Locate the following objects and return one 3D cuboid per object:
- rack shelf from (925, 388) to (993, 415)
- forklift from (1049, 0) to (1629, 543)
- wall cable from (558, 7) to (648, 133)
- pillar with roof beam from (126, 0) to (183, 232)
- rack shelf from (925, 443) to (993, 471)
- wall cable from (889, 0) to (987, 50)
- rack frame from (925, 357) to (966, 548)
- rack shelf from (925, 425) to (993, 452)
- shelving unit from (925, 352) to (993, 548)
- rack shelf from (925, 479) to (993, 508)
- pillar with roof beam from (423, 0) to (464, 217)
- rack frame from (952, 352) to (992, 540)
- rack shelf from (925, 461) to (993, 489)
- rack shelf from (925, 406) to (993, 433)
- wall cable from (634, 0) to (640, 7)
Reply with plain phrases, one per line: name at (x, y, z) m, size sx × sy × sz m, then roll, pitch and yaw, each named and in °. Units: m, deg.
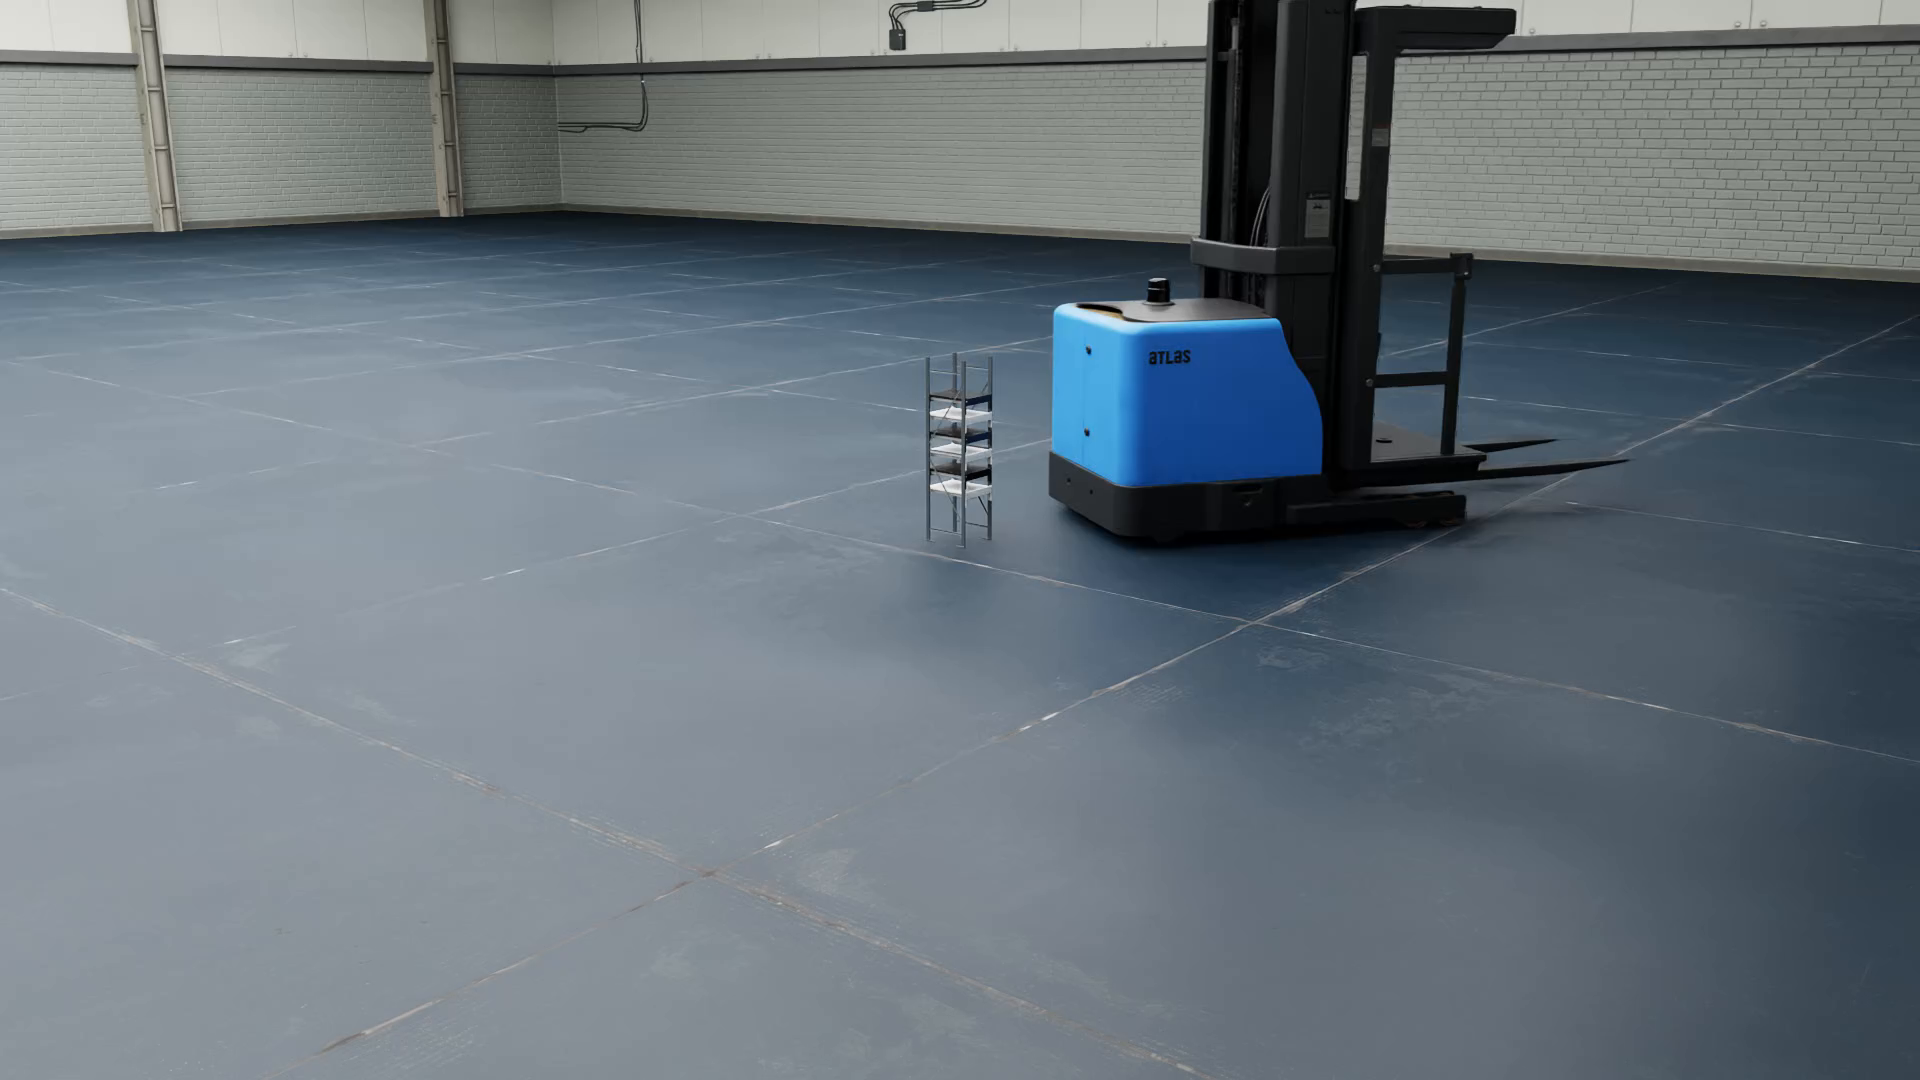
rack shelf at (-0.005, -0.664, 7.948) m, size 0.258 × 0.077 × 0.200 m, roll 11°, pitch 18°, yaw 38°
forklift at (2.042, -1.597, 8.456) m, size 3.031 × 2.935 × 1.130 m, roll -5°, pitch 15°, yaw -17°
wall cable at (-7.740, -9.978, 35.430) m, size 3.097 × 2.526 × 0.112 m, roll 11°, pitch 18°, yaw 38°
pillar with roof beam at (-11.042, -9.308, 26.487) m, size 9.100 × 9.000 × 0.400 m, roll 11°, pitch 18°, yaw 38°
rack shelf at (-0.005, -0.402, 8.014) m, size 0.258 × 0.077 × 0.200 m, roll 11°, pitch 18°, yaw 38°
wall cable at (-0.366, -11.659, 28.834) m, size 2.305 × 6.003 × 0.169 m, roll 11°, pitch 18°, yaw 38°
rack frame at (-0.069, -0.415, 7.929) m, size 0.240 × 0.900 × 0.006 m, roll 11°, pitch 18°, yaw 38°
rack shelf at (-0.005, -0.490, 7.992) m, size 0.258 × 0.077 × 0.200 m, roll 11°, pitch 18°, yaw 38°
shelving unit at (-0.005, -0.435, 8.006) m, size 0.258 × 0.900 × 0.210 m, roll 11°, pitch 18°, yaw 38°
rack shelf at (-0.005, -0.228, 8.059) m, size 0.258 × 0.077 × 0.200 m, roll 11°, pitch 18°, yaw 38°
pillar with roof beam at (-7.271, -10.457, 31.010) m, size 9.100 × 9.000 × 0.400 m, roll 11°, pitch 18°, yaw 38°
rack frame at (0.059, -0.454, 8.083) m, size 0.240 × 0.900 × 0.006 m, roll 11°, pitch 18°, yaw 38°
rack shelf at (-0.005, -0.315, 8.036) m, size 0.258 × 0.077 × 0.200 m, roll 11°, pitch 18°, yaw 38°
rack shelf at (-0.005, -0.577, 7.970) m, size 0.258 × 0.077 × 0.200 m, roll 11°, pitch 18°, yaw 38°
wall cable at (-5.636, -12.007, 33.160) m, size 3.097 × 2.526 × 0.112 m, roll 11°, pitch 18°, yaw 38°
